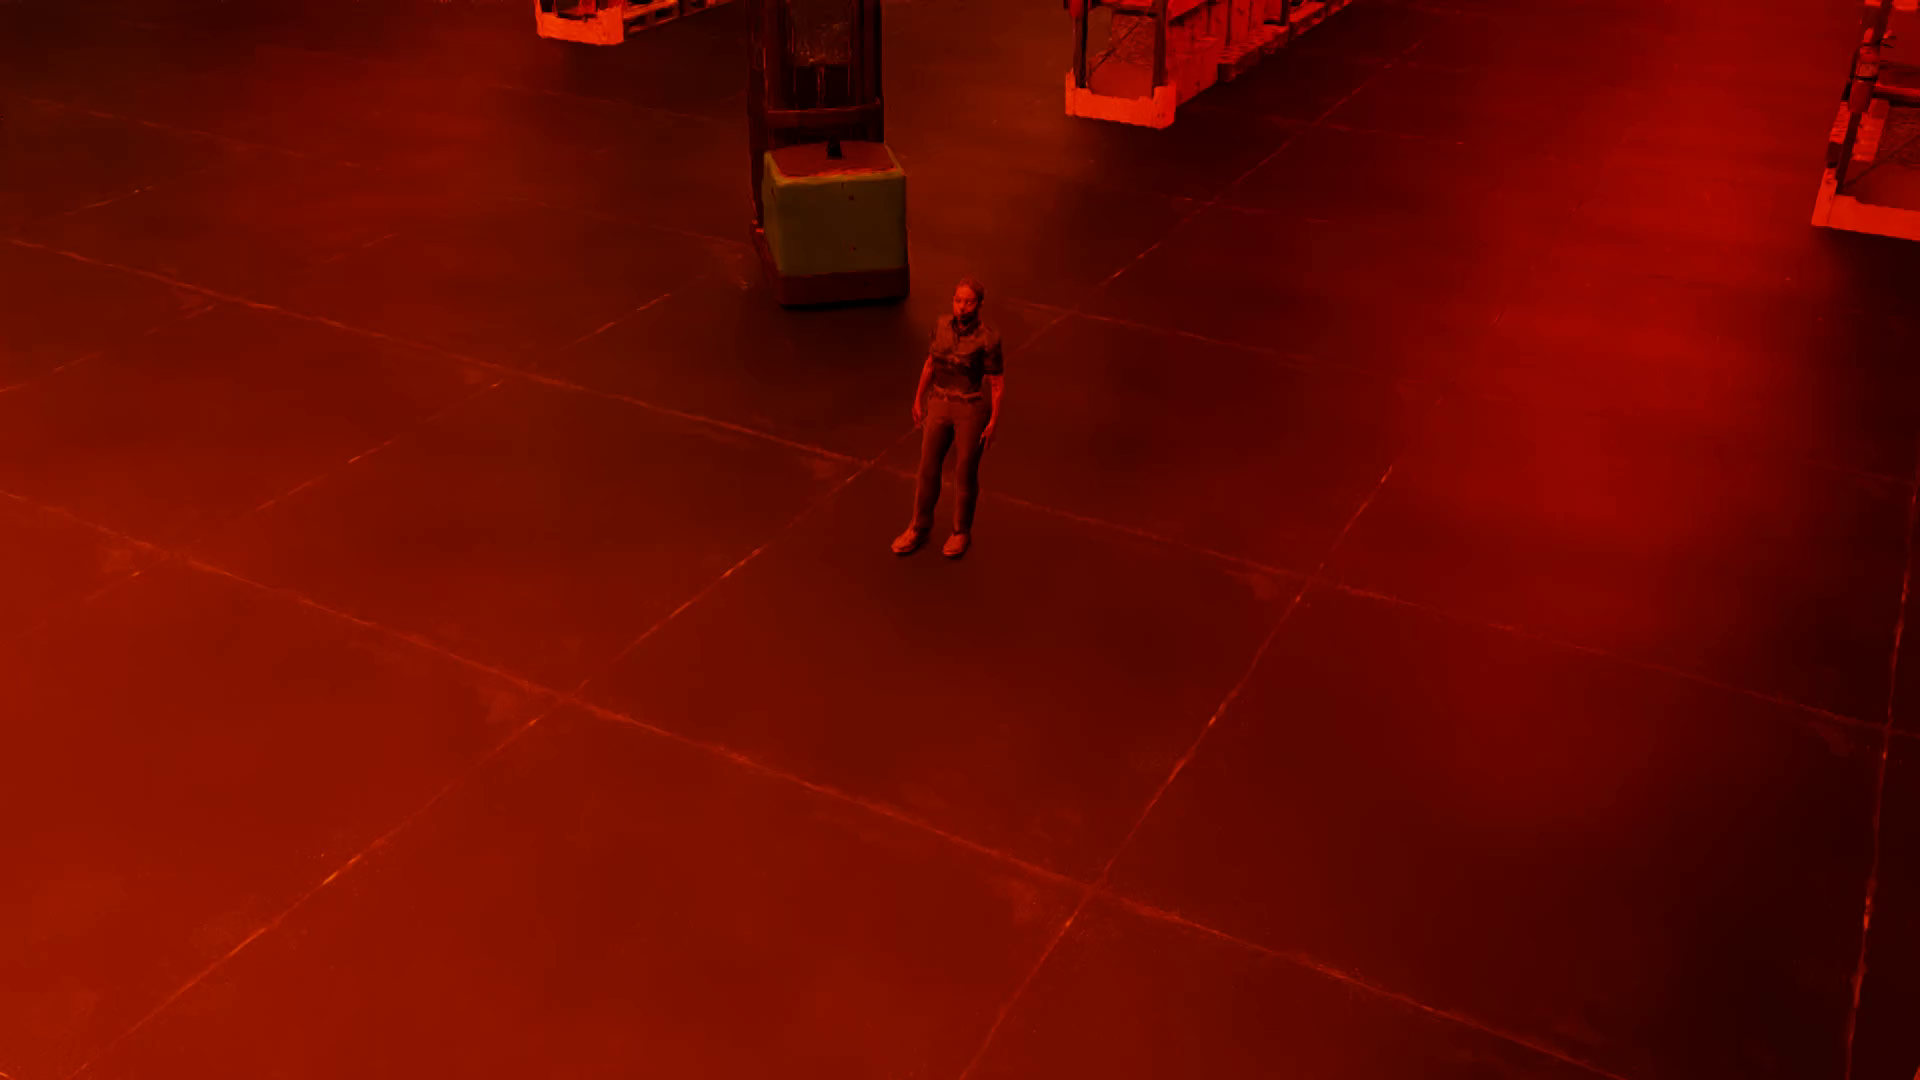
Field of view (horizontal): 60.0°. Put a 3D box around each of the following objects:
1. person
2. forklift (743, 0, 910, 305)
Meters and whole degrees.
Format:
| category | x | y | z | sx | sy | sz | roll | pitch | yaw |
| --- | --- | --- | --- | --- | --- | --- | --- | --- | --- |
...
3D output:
| category | x | y | z | sx | sy | sz | roll | pitch | yaw |
| --- | --- | --- | --- | --- | --- | --- | --- | --- | --- |
| person | -0.059 | -0.684 | 9.530 | 0.570 | 1.642 | 0.503 | 15 | 33 | 25 |
| forklift | -1.229 | -3.837 | 13.719 | 1.130 | 2.935 | 3.031 | -7 | 31 | -11 |
